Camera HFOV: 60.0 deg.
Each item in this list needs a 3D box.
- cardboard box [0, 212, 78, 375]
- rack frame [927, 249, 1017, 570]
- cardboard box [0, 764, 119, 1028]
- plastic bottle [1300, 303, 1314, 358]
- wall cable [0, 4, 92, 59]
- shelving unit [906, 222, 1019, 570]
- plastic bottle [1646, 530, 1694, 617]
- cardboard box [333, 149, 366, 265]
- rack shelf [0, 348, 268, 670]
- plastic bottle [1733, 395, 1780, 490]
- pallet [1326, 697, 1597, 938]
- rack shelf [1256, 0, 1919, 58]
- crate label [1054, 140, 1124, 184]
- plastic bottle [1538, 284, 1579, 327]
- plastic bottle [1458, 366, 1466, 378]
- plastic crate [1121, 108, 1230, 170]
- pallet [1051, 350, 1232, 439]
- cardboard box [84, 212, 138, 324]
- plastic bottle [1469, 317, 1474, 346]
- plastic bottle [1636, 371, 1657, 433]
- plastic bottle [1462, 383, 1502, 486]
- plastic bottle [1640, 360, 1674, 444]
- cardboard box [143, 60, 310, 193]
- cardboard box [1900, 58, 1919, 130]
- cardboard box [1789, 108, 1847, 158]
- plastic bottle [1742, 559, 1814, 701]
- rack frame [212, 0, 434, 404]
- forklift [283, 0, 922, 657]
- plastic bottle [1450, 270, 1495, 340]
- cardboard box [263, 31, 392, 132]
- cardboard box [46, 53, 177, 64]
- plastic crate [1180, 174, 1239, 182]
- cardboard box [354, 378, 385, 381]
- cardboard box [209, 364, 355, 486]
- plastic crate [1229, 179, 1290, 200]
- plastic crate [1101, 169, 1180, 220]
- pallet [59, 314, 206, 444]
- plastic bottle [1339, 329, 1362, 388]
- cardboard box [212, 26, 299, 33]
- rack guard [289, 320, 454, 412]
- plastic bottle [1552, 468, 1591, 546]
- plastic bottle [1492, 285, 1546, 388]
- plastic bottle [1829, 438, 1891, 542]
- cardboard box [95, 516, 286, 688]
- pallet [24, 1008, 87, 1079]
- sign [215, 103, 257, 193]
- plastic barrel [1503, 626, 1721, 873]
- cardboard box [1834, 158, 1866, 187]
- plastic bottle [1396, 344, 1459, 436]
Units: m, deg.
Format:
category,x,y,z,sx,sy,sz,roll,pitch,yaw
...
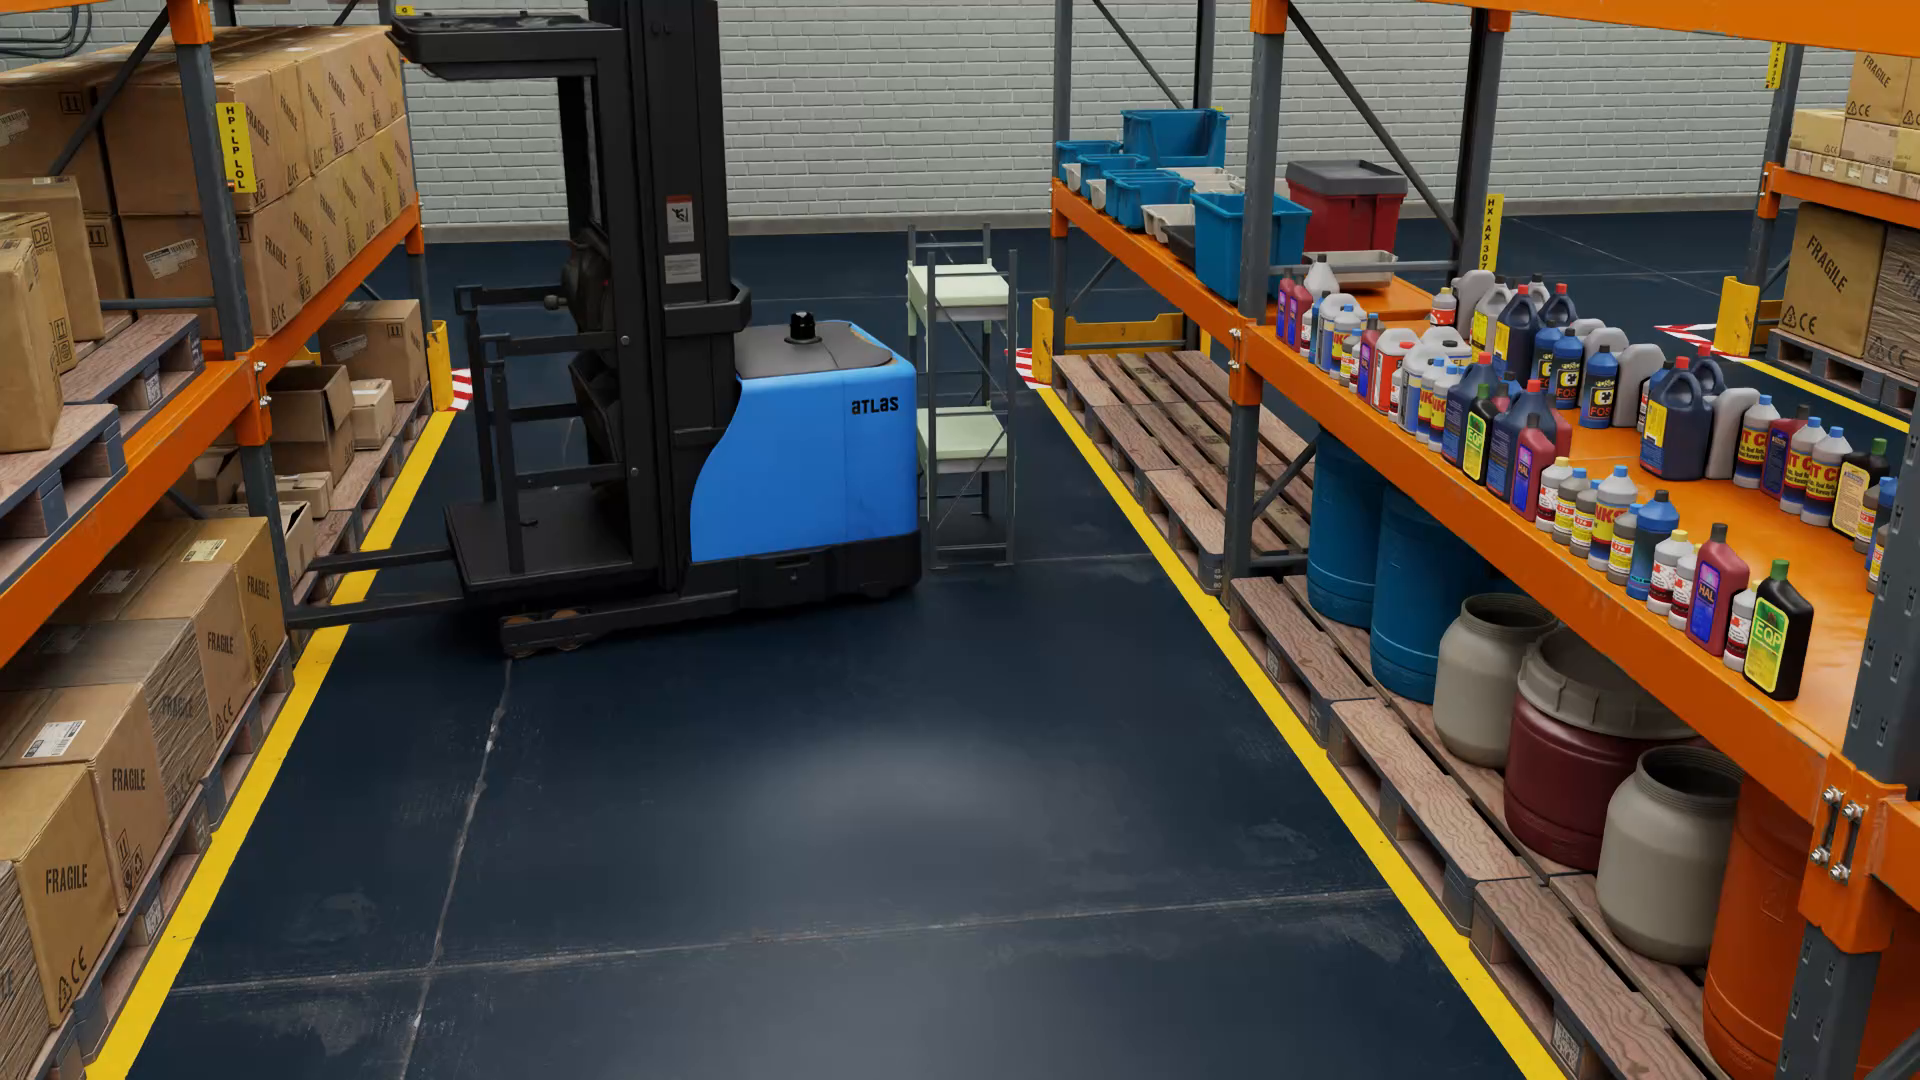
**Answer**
category,x,y,z,sx,sy,sz,roll,pitch,yaw
cardboard box,-3.222,-0.715,5.099,0.700,0.500,0.500,0,20,1
rack frame,0.054,-0.574,7.608,0.400,1.500,0.023,-3,21,-8
cardboard box,-2.586,0.942,4.352,0.500,0.500,0.500,-3,21,-8
plastic bottle,1.356,-0.803,6.363,0.097,0.201,0.097,0,20,0
wall cable,-9.171,-5.347,14.109,3.097,2.526,0.112,-3,21,-8
shelving unit,0.001,-0.700,7.948,0.431,1.500,0.755,-3,21,-8
plastic bottle,1.721,0.075,4.012,0.097,0.201,0.097,0,20,0
cardboard box,-3.256,-1.645,8.190,0.500,0.500,0.500,-3,21,-9
rack shelf,-2.943,0.148,4.560,1.077,0.370,4.000,-3,21,-8
plastic bottle,2.349,-0.292,4.895,0.097,0.271,0.097,0,20,0
pallet,1.920,0.869,5.588,1.003,0.211,1.213,-3,21,-8
rack shelf,1.959,-1.506,4.701,1.077,0.370,4.000,-3,21,-8
crate label,0.804,-2.362,10.408,0.416,0.233,0.303,-3,21,-8
plastic bottle,2.154,-0.741,5.983,0.144,0.351,0.185,-3,21,-8
plastic bottle,1.649,-0.469,5.469,0.097,0.201,0.097,0,20,0
plastic crate,1.328,-2.453,10.360,0.616,0.435,0.499,-3,21,-8
pallet,1.175,-0.921,10.380,1.003,0.211,1.213,-3,21,-8
cardboard box,-3.557,-1.088,6.700,0.500,0.500,0.500,-3,21,-7
plastic bottle,1.980,-0.777,6.294,0.097,0.201,0.097,0,20,0
plastic bottle,2.270,-0.450,5.417,0.097,0.201,0.097,0,20,0
plastic bottle,1.557,-0.315,4.938,0.061,0.283,0.133,-3,21,-8
plastic bottle,2.229,-0.433,5.273,0.097,0.271,0.097,0,20,0
cardboard box,-3.095,-1.752,7.049,0.500,0.500,0.500,-4,21,-9
cardboard box,5.951,-2.653,9.750,0.500,0.500,0.500,-3,21,-9
cardboard box,5.798,-2.654,10.824,0.500,0.250,0.500,-3,21,-9
plastic bottle,1.767,0.191,3.584,0.061,0.283,0.133,-3,21,-8
rack frame,-3.808,-2.266,9.997,1.000,3.000,0.127,-3,21,-8
forklift,-1.745,-1.094,6.957,3.031,2.935,1.130,-8,22,-20
plastic bottle,2.048,-0.952,6.654,0.152,0.276,0.135,-3,21,-8
cardboard box,-3.398,-2.466,8.961,0.500,0.500,0.500,-2,21,-6
cardboard box,-3.709,-1.910,7.472,0.500,0.500,0.500,-3,21,-7
plastic crate,1.419,-2.045,9.696,0.396,0.136,0.243,-3,21,-8
cardboard box,-3.516,-0.824,9.557,0.380,0.166,0.250,-3,21,-8
cardboard box,-3.507,-0.568,8.389,0.797,0.503,0.637,-3,21,-8
plastic crate,1.633,-1.640,8.405,0.437,0.282,0.530,-3,21,-8
plastic crate,0.994,-1.906,9.187,0.416,0.233,0.300,-3,21,-8
pallet,-3.224,-0.509,5.567,1.003,0.211,1.213,-3,21,-8
plastic bottle,1.417,-0.655,5.968,0.097,0.201,0.097,0,20,0
cardboard box,-4.005,-2.615,9.357,0.500,0.500,0.500,-2,21,-6
rack guard,-3.797,-1.069,10.364,1.175,0.500,0.348,-3,21,-8
plastic bottle,1.651,-0.093,4.463,0.097,0.201,0.097,0,20,0
plastic bottle,2.011,-0.734,5.964,0.144,0.351,0.185,-3,21,-8
plastic bottle,2.431,-0.145,4.484,0.061,0.283,0.133,-3,21,-8
cardboard box,-2.876,0.240,6.230,0.500,0.500,0.500,-3,21,-8
pallet,-2.725,1.550,3.766,1.003,0.211,1.213,-3,21,-8
sign,-2.682,-1.453,6.164,0.100,0.325,0.005,-3,21,-8
plastic barrel,1.998,0.629,5.093,0.600,0.588,0.708,-3,21,-8
cardboard box,5.796,-2.330,10.526,0.380,0.149,0.250,-3,21,-9
plastic bottle,1.528,-0.491,5.422,0.152,0.276,0.135,-3,21,-8
